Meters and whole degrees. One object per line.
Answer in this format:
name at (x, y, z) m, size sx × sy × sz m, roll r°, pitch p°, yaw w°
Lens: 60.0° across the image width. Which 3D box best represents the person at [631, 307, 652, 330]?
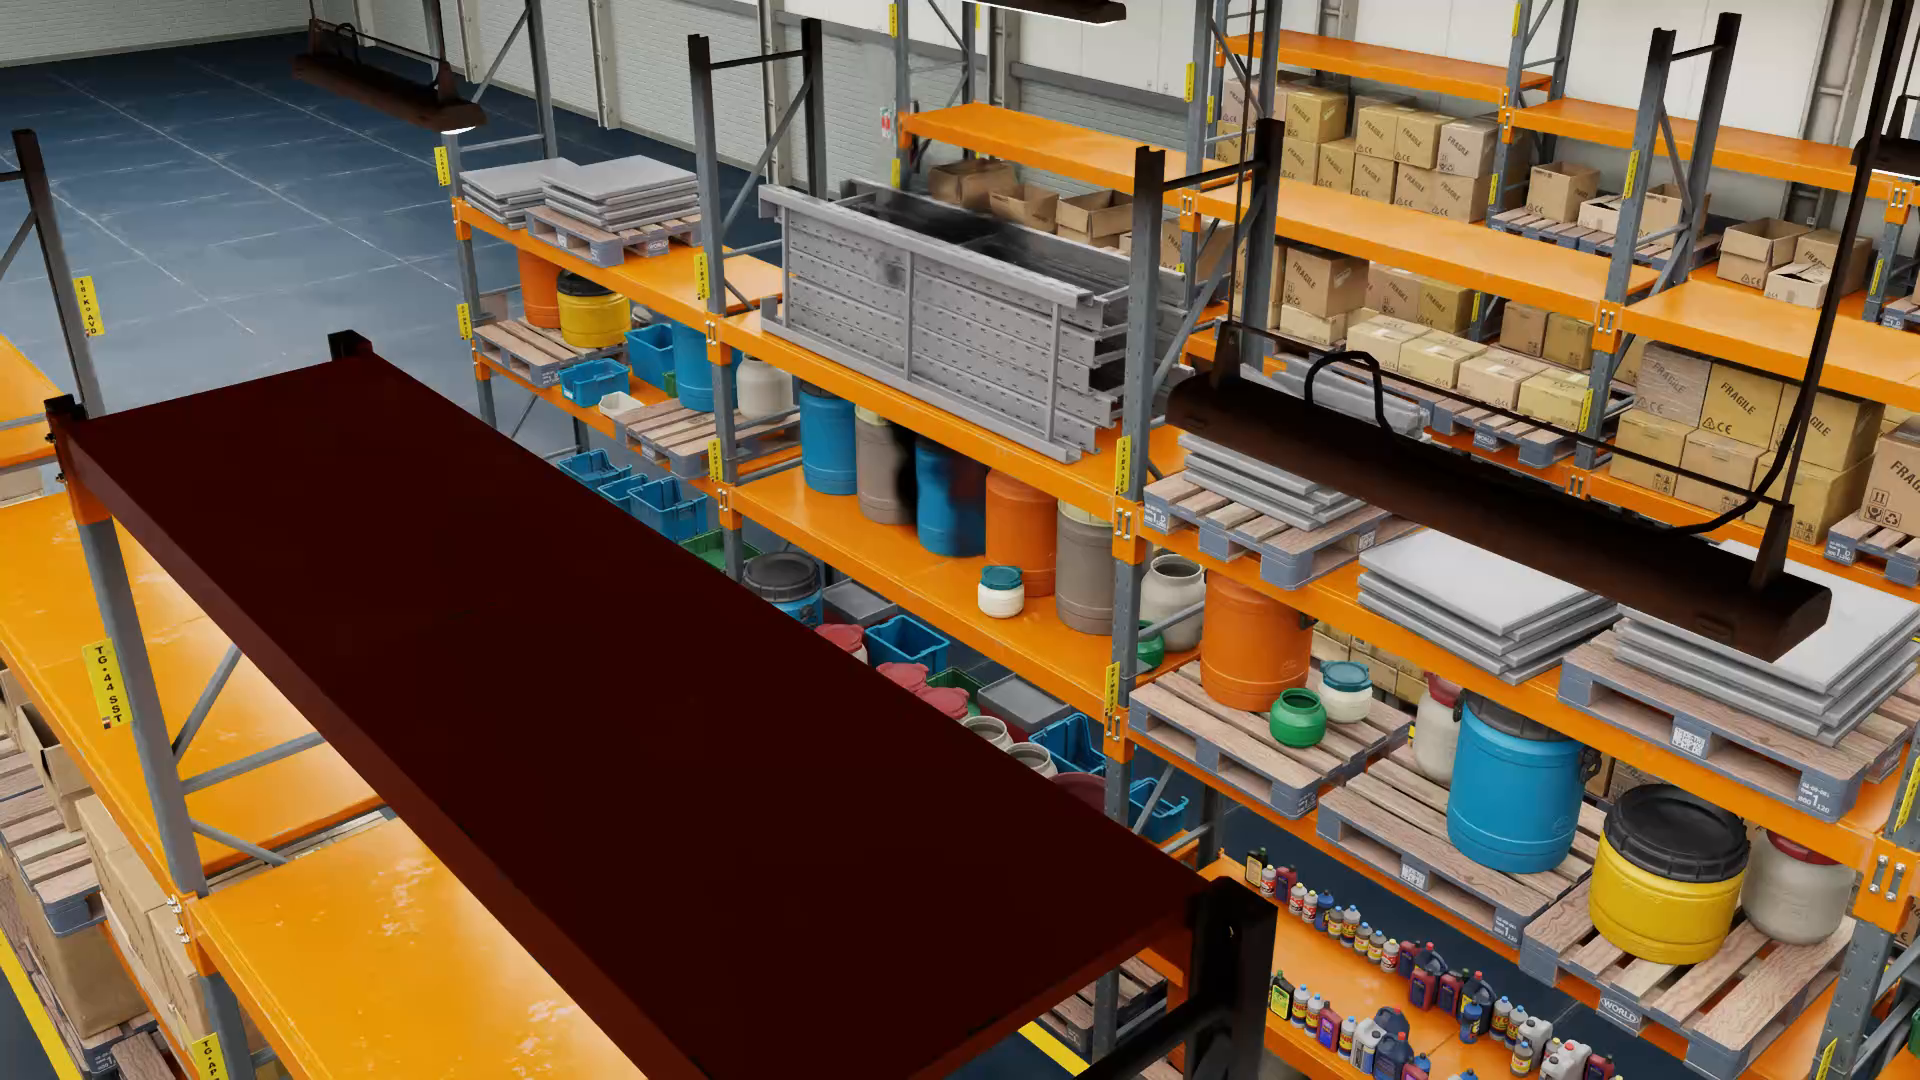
person at (-3.657, -1.910, 19.496) m, size 0.764 × 1.702 × 0.574 m, roll -2°, pitch 27°, yaw -4°
